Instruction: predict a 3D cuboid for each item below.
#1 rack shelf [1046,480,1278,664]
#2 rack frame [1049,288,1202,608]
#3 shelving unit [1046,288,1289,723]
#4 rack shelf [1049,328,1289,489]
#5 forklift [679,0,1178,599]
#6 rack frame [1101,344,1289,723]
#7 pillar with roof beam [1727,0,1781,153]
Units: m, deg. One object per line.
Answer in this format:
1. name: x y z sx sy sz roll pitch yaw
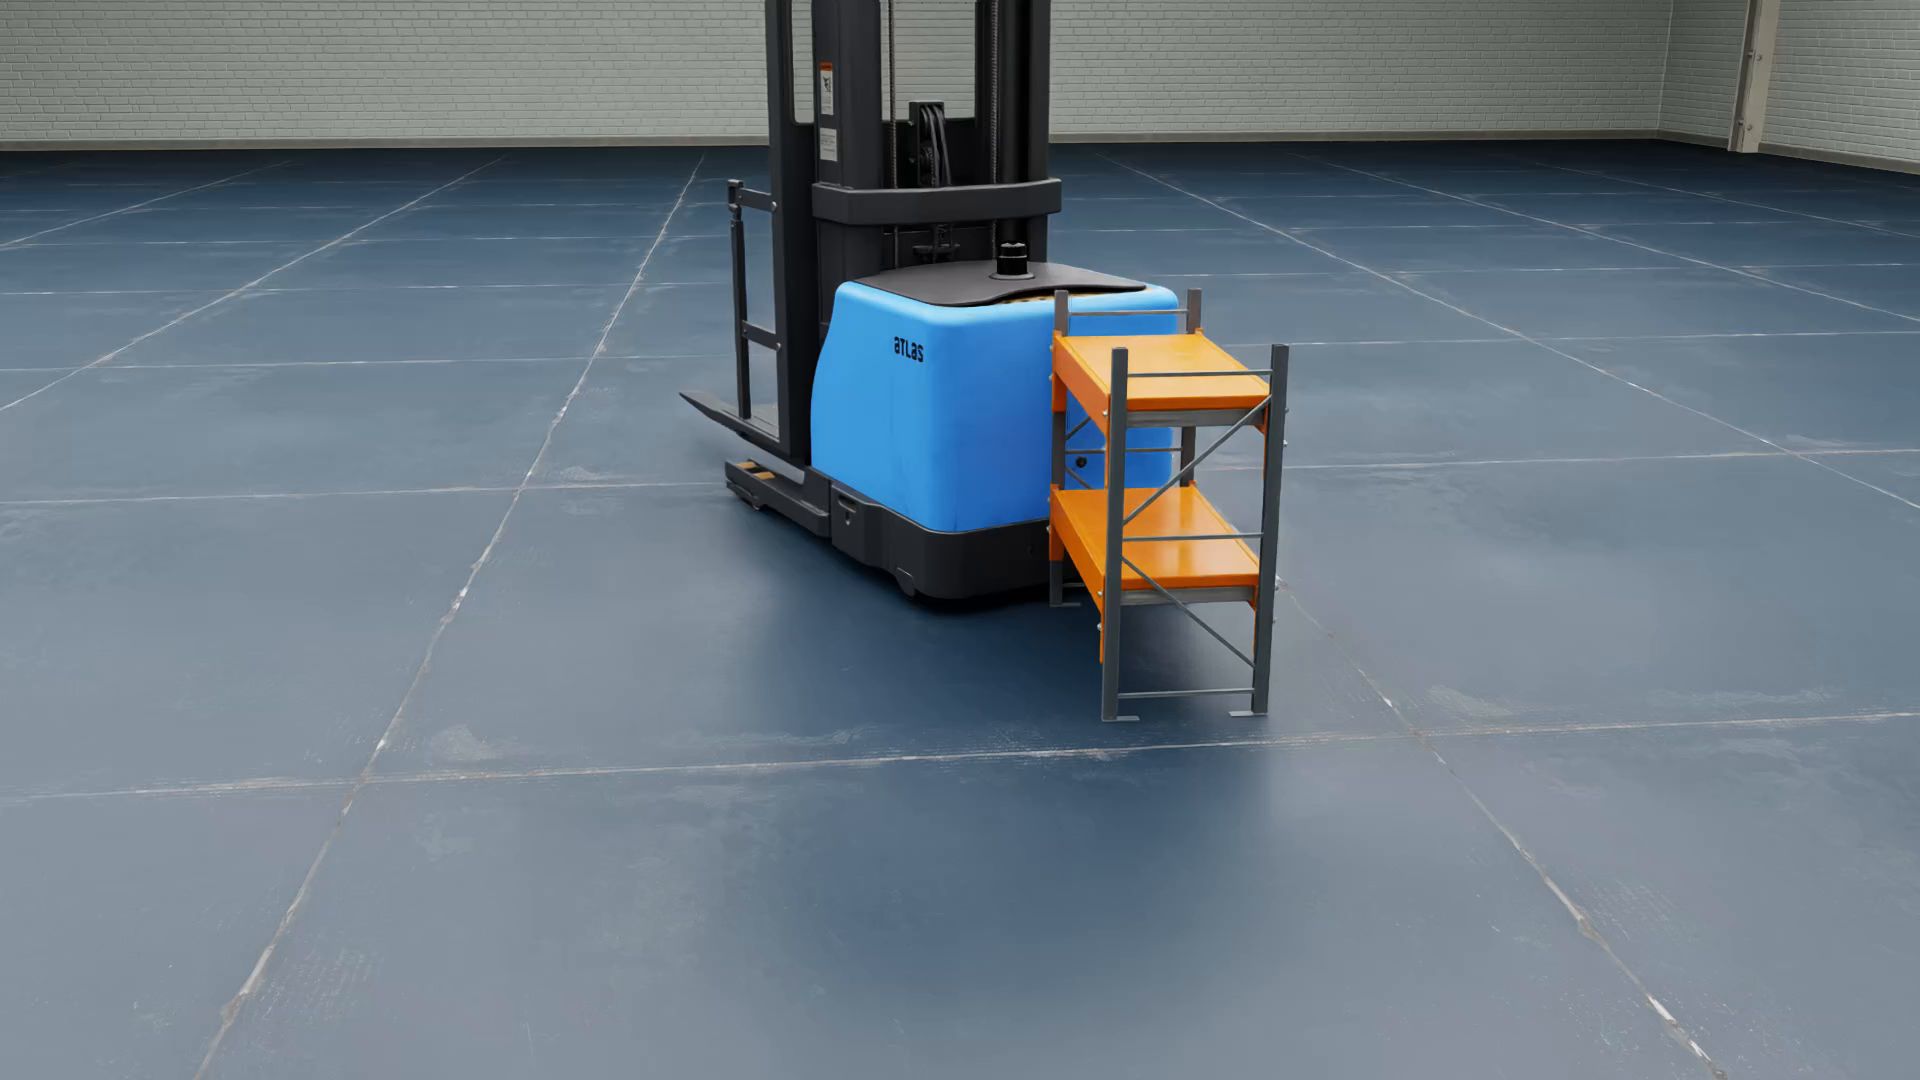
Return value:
1. rack shelf: 0.620 0.077 5.370 0.538 0.278 1.000 -2 18 -6
2. rack frame: 0.568 -0.308 5.779 0.500 1.125 0.032 -2 18 -6
3. shelving unit: 0.620 -0.156 5.296 0.538 1.125 1.048 -2 18 -6
4. rack shelf: 0.620 -0.435 5.209 0.538 0.278 1.000 -2 18 -6
5. forklift: -0.364 -1.584 6.828 1.130 2.935 3.031 -10 20 -28
6. rack frame: 0.672 -0.005 4.814 0.500 1.125 0.032 -2 18 -6
7. pillar with roof beam: 8.005 -10.253 24.312 9.100 9.000 0.400 -2 18 -6
